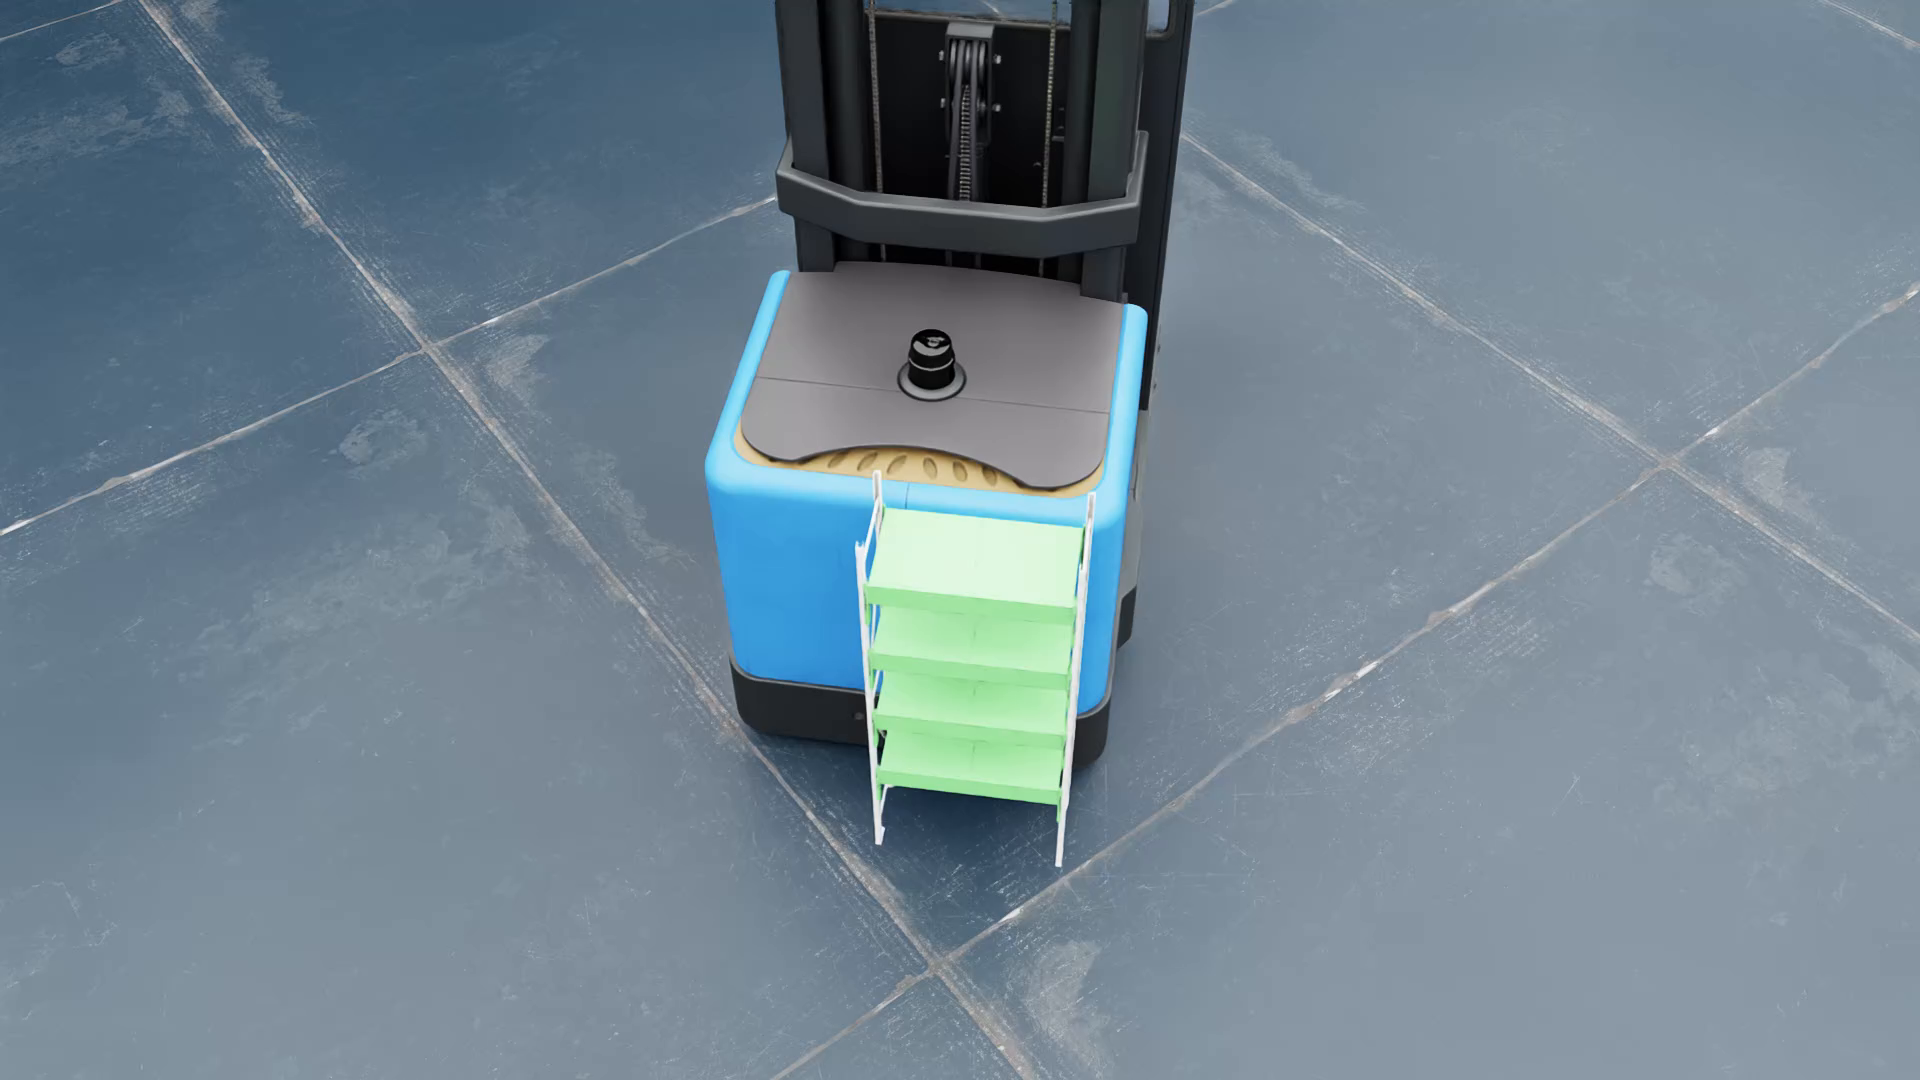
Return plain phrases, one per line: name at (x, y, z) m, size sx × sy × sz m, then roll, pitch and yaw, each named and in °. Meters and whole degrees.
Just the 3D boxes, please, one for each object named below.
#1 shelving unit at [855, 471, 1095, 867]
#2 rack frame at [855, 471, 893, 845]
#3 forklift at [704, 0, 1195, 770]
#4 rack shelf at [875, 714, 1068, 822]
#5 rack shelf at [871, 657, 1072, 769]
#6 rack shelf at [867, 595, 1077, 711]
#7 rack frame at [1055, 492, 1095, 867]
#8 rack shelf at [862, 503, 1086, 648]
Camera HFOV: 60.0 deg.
shelving unit at (0.038, 0.359, 4.114) m, size 0.503 × 1.200 × 0.258 m, roll 6°, pitch 48°, yaw 5°
rack frame at (-0.204, 0.334, 4.137) m, size 0.015 × 1.200 × 0.240 m, roll 6°, pitch 48°, yaw 5°
forklift at (0.097, -1.459, 4.594) m, size 1.130 × 2.935 × 3.031 m, roll 6°, pitch 48°, yaw 6°
rack shelf at (0.038, 0.563, 4.340) m, size 0.480 × 0.148 × 0.258 m, roll 6°, pitch 48°, yaw 5°
rack shelf at (0.038, 0.402, 4.162) m, size 0.480 × 0.148 × 0.258 m, roll 6°, pitch 48°, yaw 5°
rack shelf at (0.038, 0.241, 3.984) m, size 0.480 × 0.148 × 0.258 m, roll 6°, pitch 48°, yaw 5°
rack frame at (0.280, 0.385, 4.091) m, size 0.015 × 1.200 × 0.240 m, roll 6°, pitch 48°, yaw 5°
rack shelf at (0.038, 0.080, 3.806) m, size 0.480 × 0.148 × 0.258 m, roll 6°, pitch 48°, yaw 5°
